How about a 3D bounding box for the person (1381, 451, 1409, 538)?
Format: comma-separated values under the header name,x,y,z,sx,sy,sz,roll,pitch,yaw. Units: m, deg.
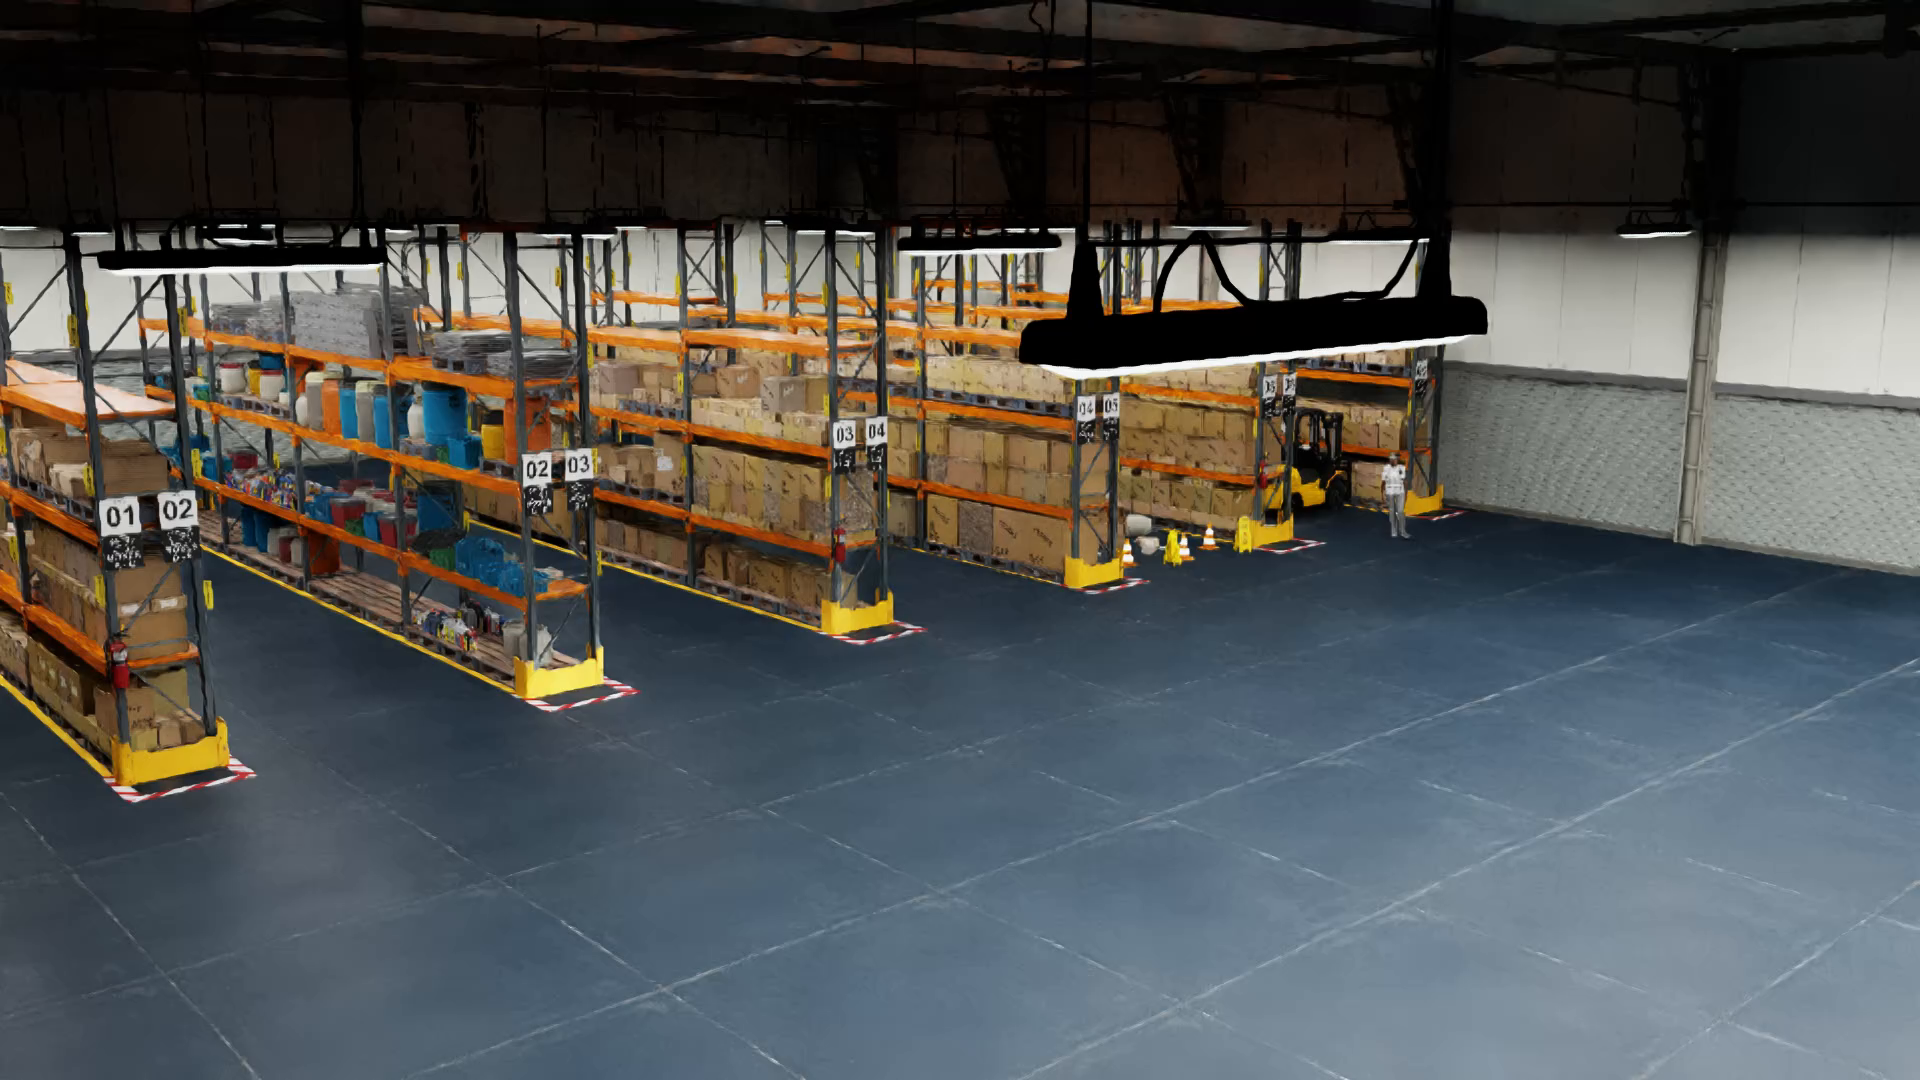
name,x,y,z,sx,sy,sz,roll,pitch,yaw
person,8.401,-0.893,32.013,0.571,1.665,0.472,3,12,17
